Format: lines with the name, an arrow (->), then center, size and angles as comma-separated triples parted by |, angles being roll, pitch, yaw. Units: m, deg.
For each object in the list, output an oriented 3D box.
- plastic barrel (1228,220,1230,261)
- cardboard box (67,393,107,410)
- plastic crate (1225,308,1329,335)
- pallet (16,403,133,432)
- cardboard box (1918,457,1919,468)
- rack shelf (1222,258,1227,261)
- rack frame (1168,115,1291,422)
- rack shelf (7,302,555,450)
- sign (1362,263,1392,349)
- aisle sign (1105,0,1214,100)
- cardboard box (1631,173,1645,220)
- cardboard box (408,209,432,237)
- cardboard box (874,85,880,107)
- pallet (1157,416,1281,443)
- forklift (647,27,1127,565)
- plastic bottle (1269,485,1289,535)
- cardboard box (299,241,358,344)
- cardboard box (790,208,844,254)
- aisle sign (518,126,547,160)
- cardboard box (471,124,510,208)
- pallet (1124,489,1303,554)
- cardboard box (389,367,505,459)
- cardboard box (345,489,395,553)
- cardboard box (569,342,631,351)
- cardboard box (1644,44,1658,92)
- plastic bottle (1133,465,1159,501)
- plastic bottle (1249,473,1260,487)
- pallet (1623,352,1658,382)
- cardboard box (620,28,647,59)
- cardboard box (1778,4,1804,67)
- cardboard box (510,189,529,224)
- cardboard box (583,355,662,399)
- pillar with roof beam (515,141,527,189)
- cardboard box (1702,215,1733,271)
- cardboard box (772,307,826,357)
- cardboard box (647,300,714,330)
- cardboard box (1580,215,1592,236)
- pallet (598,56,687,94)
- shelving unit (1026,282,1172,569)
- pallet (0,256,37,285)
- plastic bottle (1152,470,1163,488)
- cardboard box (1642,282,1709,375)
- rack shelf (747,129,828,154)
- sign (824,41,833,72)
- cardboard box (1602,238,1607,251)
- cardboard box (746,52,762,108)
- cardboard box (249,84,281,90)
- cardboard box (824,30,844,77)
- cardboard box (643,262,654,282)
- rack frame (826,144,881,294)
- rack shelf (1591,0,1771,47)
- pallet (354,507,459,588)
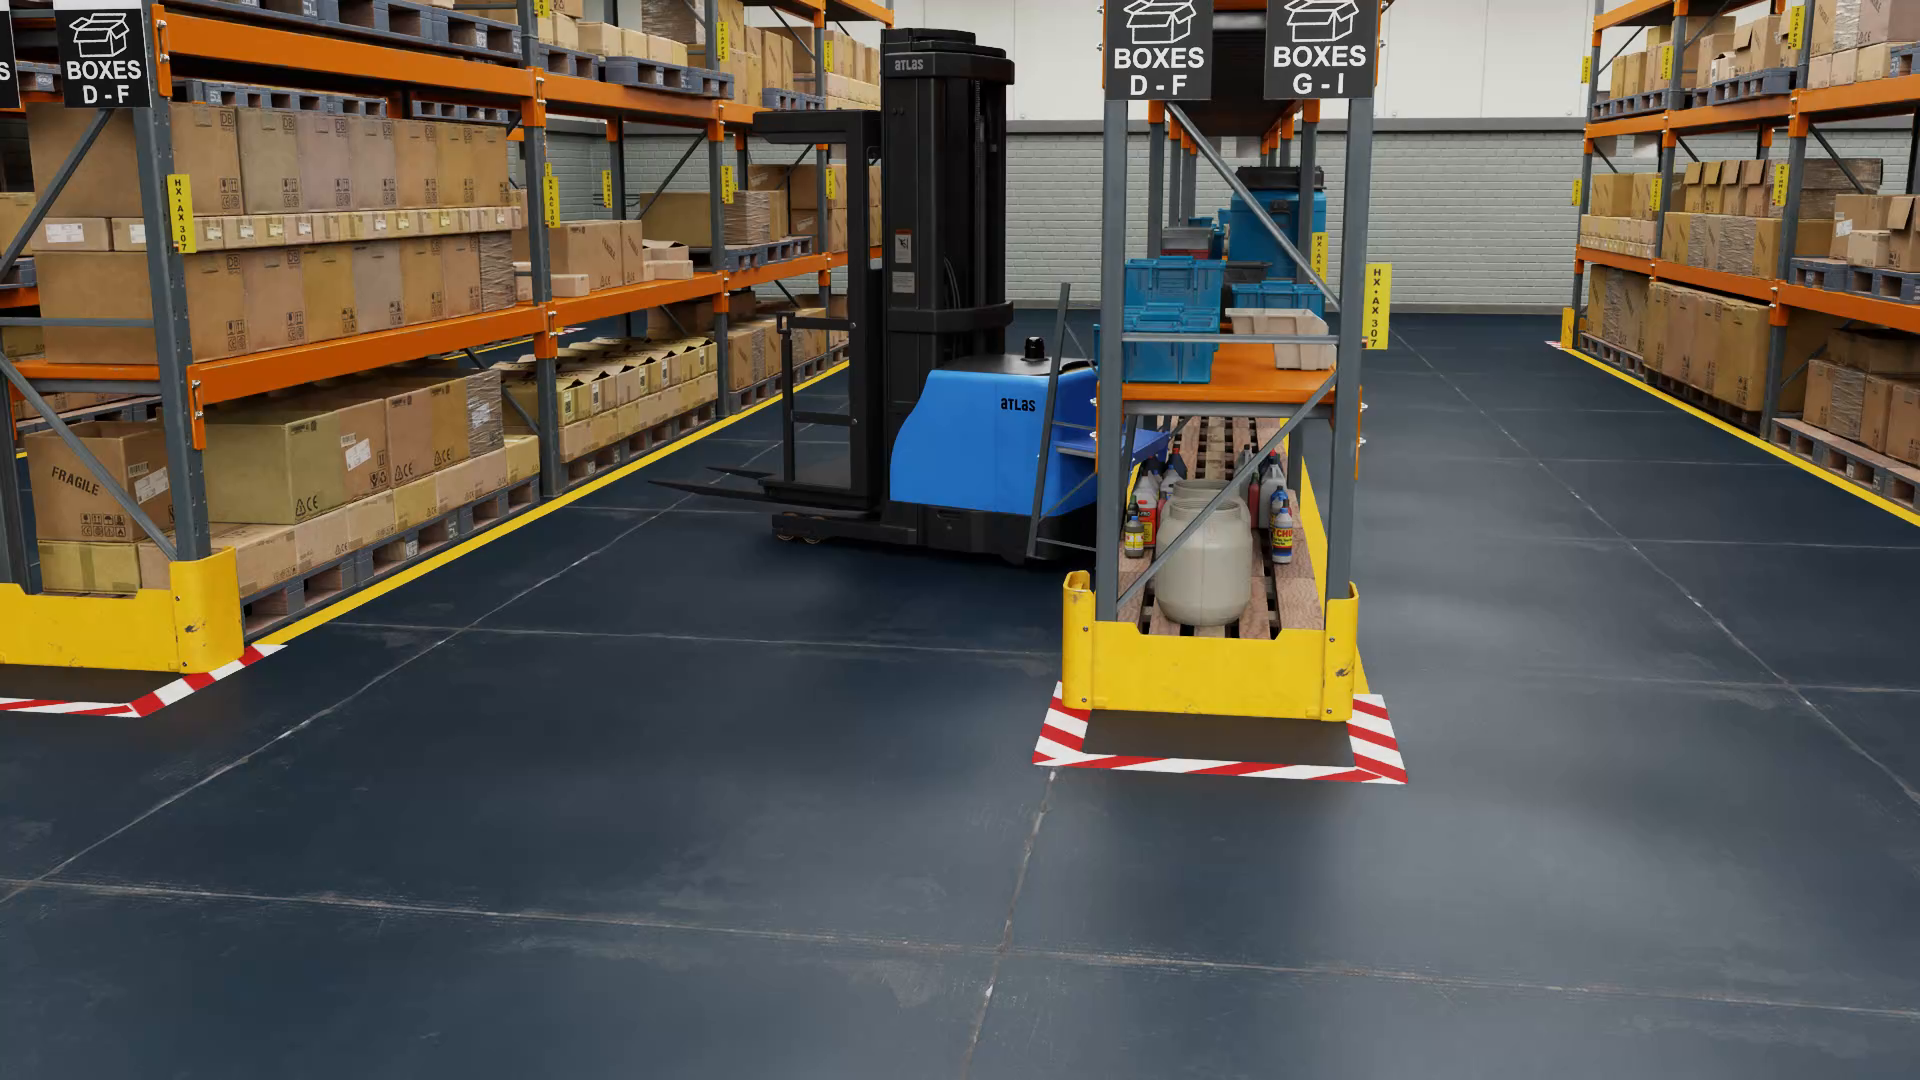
plastic barrel -> 2.208, -2.112, 12.349 | 0.433, 0.535, 0.433 | 0, 12, 0
cardboard box -> -7.810, -1.398, 14.249 | 0.700, 0.500, 0.500 | 2, 12, 8
plastic crate -> 1.666, -1.135, 8.767 | 0.530, 0.136, 0.437 | 2, 12, 9
pallet -> -7.820, -0.985, 14.063 | 1.003, 0.211, 1.213 | 2, 12, 9
cardboard box -> 6.767, -0.669, 10.866 | 0.700, 0.500, 0.500 | 2, 12, 8
rack shelf -> 2.588, -2.508, 16.217 | 1.077, 0.370, 4.000 | 2, 12, 9
rack frame -> 2.280, -2.443, 14.210 | 1.000, 3.000, 0.127 | 2, 12, 9
rack shelf -> -3.536, -1.004, 9.238 | 1.077, 0.370, 4.000 | 2, 12, 9
sign -> 1.593, -0.894, 6.366 | 0.100, 0.325, 0.005 | 2, 12, 9
aisle sign -> 0.745, -2.043, 6.184 | 0.394, 0.787, 0.004 | 2, 12, 9
cardboard box -> 7.677, -3.762, 18.202 | 0.500, 0.500, 0.500 | 2, 12, 9
cardboard box -> -3.256, -1.810, 9.494 | 0.380, 0.149, 0.250 | 2, 12, 10
cardboard box -> -1.287, -5.688, 21.315 | 0.500, 0.250, 0.500 | 2, 12, 9
pallet -> 2.123, -0.920, 13.761 | 1.003, 0.211, 1.213 | 2, 12, 9
forklift -> -0.541, -1.498, 9.989 | 3.031, 2.935, 1.130 | 7, 14, 29
plastic bottle -> 1.736, -0.161, 9.051 | 0.097, 0.271, 0.097 | 0, 12, 0
cardboard box -> -3.601, -1.297, 8.656 | 0.700, 0.500, 0.500 | 2, 12, 9
cardboard box -> -1.651, -3.583, 19.263 | 0.500, 0.500, 0.500 | 2, 12, 10
aisle sign -> -5.971, -5.706, 23.177 | 0.394, 0.787, 0.004 | 2, 12, 9
cardboard box -> -3.291, -2.362, 10.518 | 0.700, 0.500, 0.500 | 2, 12, 9
pallet -> 1.521, -0.109, 9.997 | 1.003, 0.211, 1.213 | 2, 12, 9
cardboard box -> -3.172, -0.792, 10.299 | 0.500, 0.500, 0.500 | 2, 12, 9
cardboard box -> -3.391, -0.113, 8.927 | 0.500, 0.250, 0.500 | 2, 12, 9
cardboard box -> -3.057, -1.531, 14.174 | 0.500, 0.311, 0.500 | 2, 12, 7
cardboard box -> 7.938, -5.161, 18.231 | 0.700, 0.500, 0.500 | 3, 12, 12
plastic bottle -> 1.037, -0.248, 9.268 | 0.144, 0.351, 0.185 | 2, 12, 8
plastic bottle -> 1.667, -0.245, 9.414 | 0.061, 0.283, 0.133 | 2, 12, 9
pallet -> 7.984, -1.908, 18.345 | 1.003, 0.211, 1.213 | 2, 12, 9
cardboard box -> -2.790, -3.878, 13.107 | 0.500, 0.250, 0.500 | 2, 12, 8
cardboard box -> 7.197, -4.134, 13.694 | 0.797, 0.503, 0.637 | 3, 12, 12
cardboard box -> -6.347, -4.470, 22.901 | 0.980, 0.700, 0.700 | 2, 12, 11
cardboard box -> -2.684, -1.305, 13.128 | 0.500, 0.311, 0.500 | 2, 12, 10
pillar with roof beam -> -2.464, -7.813, 24.885 | 9.100, 9.000, 0.400 | 2, 12, 9
cardboard box -> 7.244, -2.760, 15.443 | 0.500, 0.500, 0.500 | 2, 12, 10
cardboard box -> -1.791, -2.318, 18.519 | 0.500, 0.500, 0.500 | 2, 12, 8
cardboard box -> -2.697, -2.178, 16.090 | 0.500, 0.250, 0.500 | 2, 12, 11
cardboard box -> 8.064, -3.929, 20.754 | 0.500, 0.250, 0.500 | 2, 12, 7
pallet -> -2.799, -3.601, 12.912 | 1.003, 0.211, 1.213 | 2, 12, 11
shelving unit -> 0.851, -0.684, 9.386 | 0.538, 1.500, 1.048 | 11, 13, 17
pallet -> -7.773, -2.257, 13.801 | 1.003, 0.211, 1.213 | 2, 12, 9
plastic bottle -> 1.116, -0.266, 9.540 | 0.097, 0.271, 0.097 | 0, 12, 0
cardboard box -> 7.711, -2.148, 16.887 | 1.225, 0.875, 0.875 | 2, 12, 9
rack shelf -> -1.691, -4.968, 20.513 | 1.077, 0.370, 4.000 | 2, 12, 9
sign -> -1.449, -5.331, 18.330 | 0.100, 0.325, 0.005 | 2, 12, 9
cardboard box -> 7.829, -3.494, 19.683 | 0.380, 0.149, 0.250 | 2, 12, 8
cardboard box -> -2.421, -4.426, 16.053 | 0.910, 0.500, 0.500 | 2, 12, 9
cardboard box -> -7.363, -4.824, 16.856 | 0.700, 0.500, 0.500 | 3, 12, 12
cardboard box -> -1.744, -5.643, 19.327 | 0.700, 0.500, 0.500 | 2, 12, 9
cardboard box -> -2.754, -2.214, 13.744 | 0.380, 0.149, 0.250 | 3, 12, 13
rack frame -> -1.383, -4.270, 22.685 | 1.000, 3.000, 0.127 | 2, 12, 9
rack shelf -> 8.097, -5.917, 18.746 | 1.077, 0.370, 4.000 | 2, 12, 9
pallet -> -3.578, 0.010, 9.444 | 1.003, 0.211, 1.213 | 2, 12, 9
